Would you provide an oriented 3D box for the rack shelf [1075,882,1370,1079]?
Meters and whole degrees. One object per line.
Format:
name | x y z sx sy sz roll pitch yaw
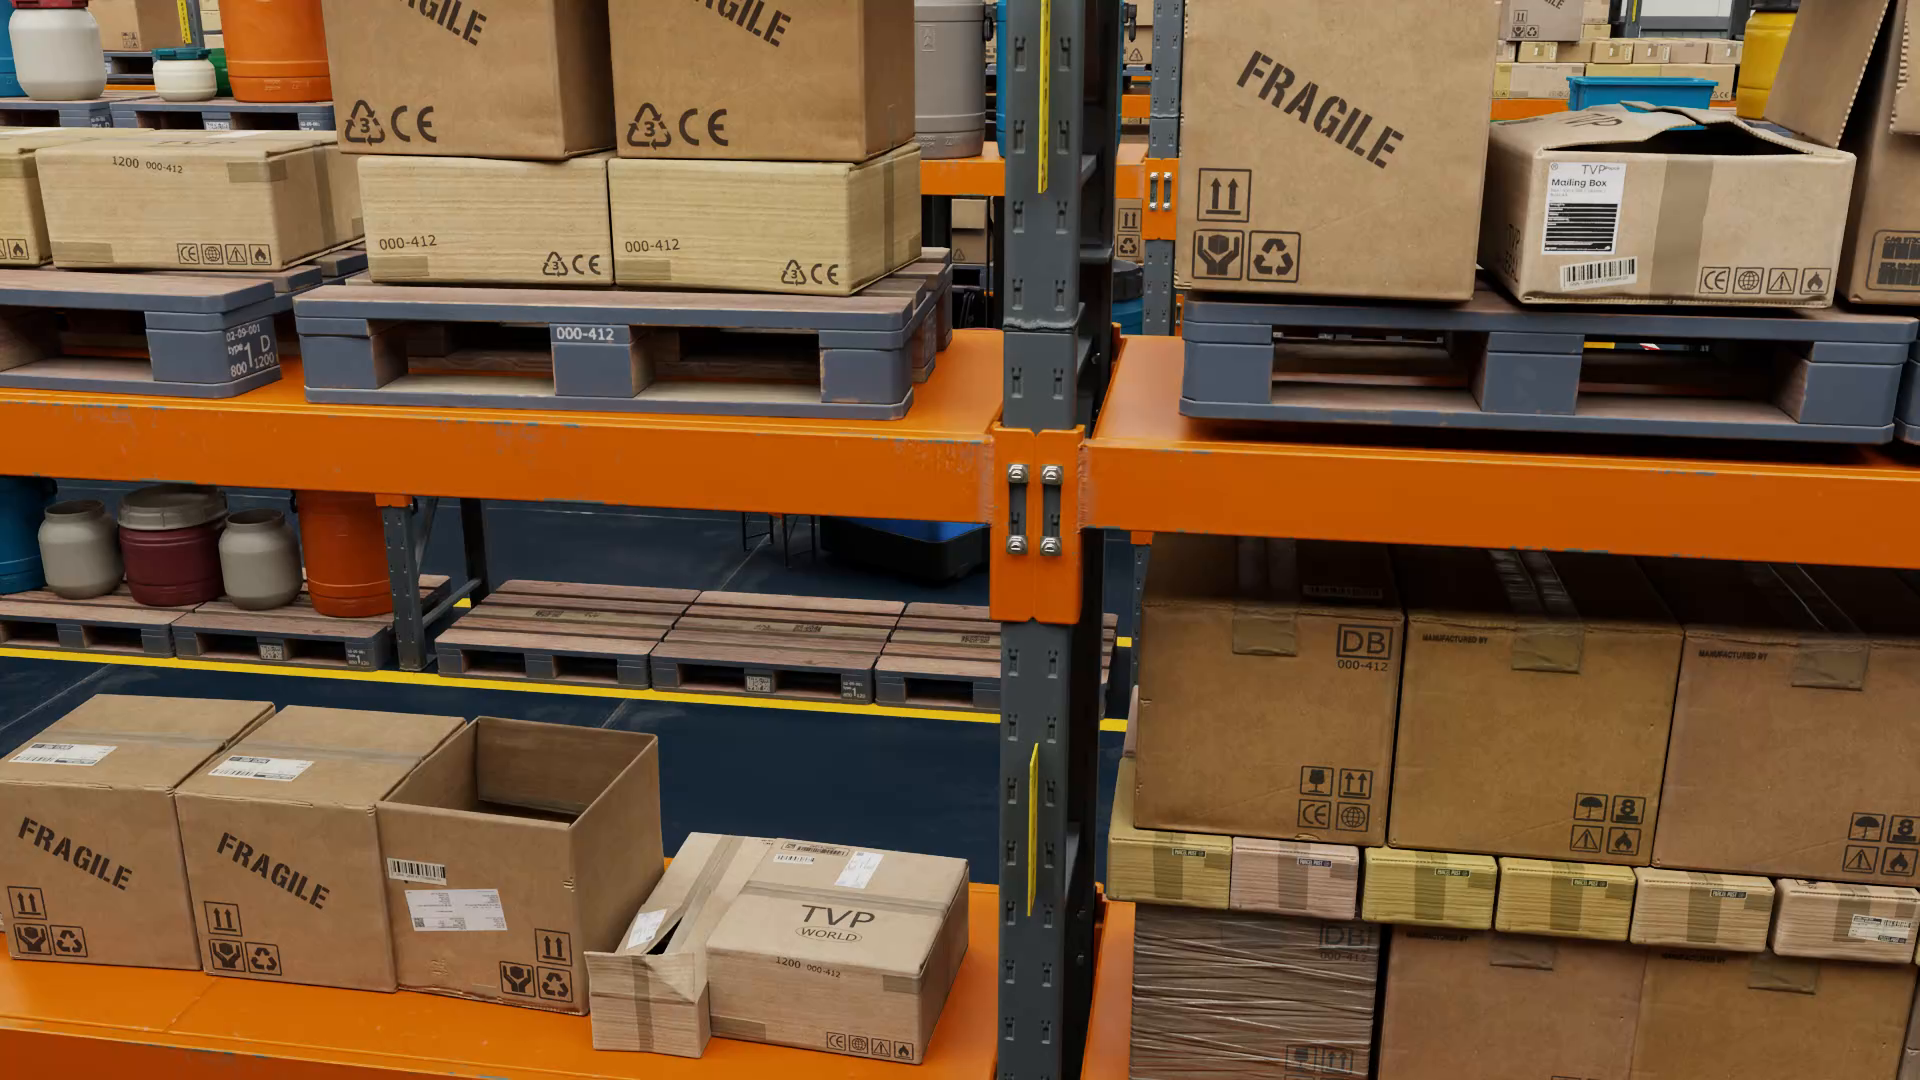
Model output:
rack shelf | 2.192 1.341 3.700 4.000 0.370 1.077 3 19 9

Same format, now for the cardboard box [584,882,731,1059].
cardboard box | -0.680 0.977 3.869 0.258 0.266 0.396 2 19 7

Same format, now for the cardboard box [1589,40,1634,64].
cardboard box | 4.641 -3.493 11.897 0.250 0.149 0.380 3 19 9

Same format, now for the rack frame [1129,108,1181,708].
rack frame | 1.007 -0.652 8.524 0.127 3.000 1.000 3 19 9

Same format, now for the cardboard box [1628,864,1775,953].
cardboard box | 1.461 0.670 3.394 0.250 0.149 0.380 2 19 7

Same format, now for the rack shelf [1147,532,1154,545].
rack shelf | 2.981 -0.210 8.338 4.000 0.370 1.077 3 19 9

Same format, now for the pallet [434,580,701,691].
pallet | -2.184 0.520 9.416 1.213 0.211 1.003 3 19 9

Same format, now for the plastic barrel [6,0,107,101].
plastic barrel | -4.717 -2.581 8.687 0.433 0.535 0.433 0 18 0

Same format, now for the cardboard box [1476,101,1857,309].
cardboard box | 1.206 -0.611 2.932 0.500 0.311 0.500 2 19 6

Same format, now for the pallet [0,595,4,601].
pallet | -6.137 0.320 10.015 1.213 0.211 1.003 3 19 9

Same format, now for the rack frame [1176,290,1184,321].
rack frame | 1.792 -2.204 13.162 0.127 3.000 1.000 3 19 9

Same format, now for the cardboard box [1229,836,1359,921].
cardboard box | 0.700 0.631 3.509 0.250 0.149 0.380 3 19 9

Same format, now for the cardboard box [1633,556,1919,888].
cardboard box | 1.650 0.308 3.454 0.500 0.500 0.700 3 19 9

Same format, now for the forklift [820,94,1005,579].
forklift | 0.383 -1.546 11.305 1.130 2.935 3.031 14 23 36

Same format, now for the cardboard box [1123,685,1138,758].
cardboard box | 0.520 0.491 3.928 0.250 0.149 0.380 3 19 9

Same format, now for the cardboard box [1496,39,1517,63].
cardboard box | 3.871 -3.555 12.082 0.250 0.149 0.380 2 19 6

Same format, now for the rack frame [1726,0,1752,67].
rack frame | 5.742 -4.847 11.608 0.127 3.000 1.000 3 19 9

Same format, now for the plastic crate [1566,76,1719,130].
plastic crate | 3.026 -1.867 7.454 0.575 0.384 0.392 3 19 9

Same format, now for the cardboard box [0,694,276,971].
cardboard box | -2.073 0.730 4.236 0.500 0.500 0.500 2 19 6

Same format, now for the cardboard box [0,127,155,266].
cardboard box | -2.192 -0.794 3.796 0.500 0.250 0.500 3 19 8

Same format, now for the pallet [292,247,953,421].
pallet | -0.655 -0.472 3.562 1.217 0.209 0.805 2 19 6

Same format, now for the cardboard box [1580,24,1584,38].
cardboard box | 5.998 -5.025 16.442 0.250 0.149 0.380 3 19 9

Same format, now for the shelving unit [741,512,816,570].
shelving unit | -1.195 -0.462 10.794 0.258 1.200 0.503 -15 24 -38

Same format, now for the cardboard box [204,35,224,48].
cardboard box | -8.247 -5.577 18.754 0.500 0.250 0.500 4 19 10

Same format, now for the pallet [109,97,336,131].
pallet | -3.682 -2.255 8.887 1.213 0.211 1.003 3 19 9

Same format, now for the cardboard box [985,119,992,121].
cardboard box | 0.178 -4.400 17.991 0.500 0.500 0.700 3 19 8

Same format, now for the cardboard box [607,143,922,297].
cardboard box | -0.389 -0.685 3.470 0.500 0.250 0.500 5 19 14

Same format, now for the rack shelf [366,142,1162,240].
rack shelf | -0.968 -1.834 8.463 4.000 0.370 1.077 3 19 9

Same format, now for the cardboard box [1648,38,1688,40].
cardboard box | 5.266 -3.672 12.432 0.250 0.149 0.380 3 19 10

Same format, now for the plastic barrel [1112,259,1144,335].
plastic barrel | 0.673 -1.004 8.787 0.708 0.901 0.600 3 19 9

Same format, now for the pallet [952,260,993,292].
pallet | -0.196 -2.227 13.535 1.213 0.211 1.003 3 19 9

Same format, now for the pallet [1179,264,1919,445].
pallet | 1.064 -0.446 3.321 1.213 0.211 1.003 3 19 9

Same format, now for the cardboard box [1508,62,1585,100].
cardboard box | 4.227 -3.351 12.100 0.500 0.250 0.500 3 19 10

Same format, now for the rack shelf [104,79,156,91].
rack shelf | -8.081 -3.788 14.304 4.000 0.370 1.077 3 19 9

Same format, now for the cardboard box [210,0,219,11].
cardboard box | -8.140 -5.979 18.538 0.250 0.149 0.380 3 19 9

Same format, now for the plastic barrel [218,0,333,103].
plastic barrel | -3.503 -2.708 8.603 0.708 0.830 0.600 3 19 9

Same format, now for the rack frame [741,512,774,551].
rack frame | -1.353 -0.521 10.971 0.240 1.200 0.015 -15 24 -38

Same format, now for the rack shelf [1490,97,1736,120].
rack shelf | 3.767 -3.184 12.499 4.000 0.370 1.077 3 19 9

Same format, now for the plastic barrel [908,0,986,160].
plastic barrel | -0.175 -2.303 7.941 0.600 0.901 0.600 0 18 0

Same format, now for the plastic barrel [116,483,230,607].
plastic barrel | -4.543 0.015 9.670 0.708 0.588 0.600 3 19 9

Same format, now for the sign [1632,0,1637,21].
sign | 6.529 -5.187 16.079 0.005 0.325 0.100 3 19 9

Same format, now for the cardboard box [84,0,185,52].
cardboard box | -6.889 -4.343 13.852 0.500 0.500 0.700 2 19 5

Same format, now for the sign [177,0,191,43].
sign | -6.193 -4.138 13.275 0.005 0.325 0.100 3 19 9

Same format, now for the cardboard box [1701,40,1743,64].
cardboard box | 5.418 -3.459 11.794 0.250 0.149 0.380 3 19 9

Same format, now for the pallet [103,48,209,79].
pallet | -6.912 -4.031 14.036 1.213 0.211 1.003 3 19 9

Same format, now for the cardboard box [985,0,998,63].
cardboard box | 0.414 -3.976 12.907 0.637 0.503 0.797 4 19 11

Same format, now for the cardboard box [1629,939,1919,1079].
cardboard box | 1.673 0.924 3.658 0.500 0.500 0.700 3 19 9
